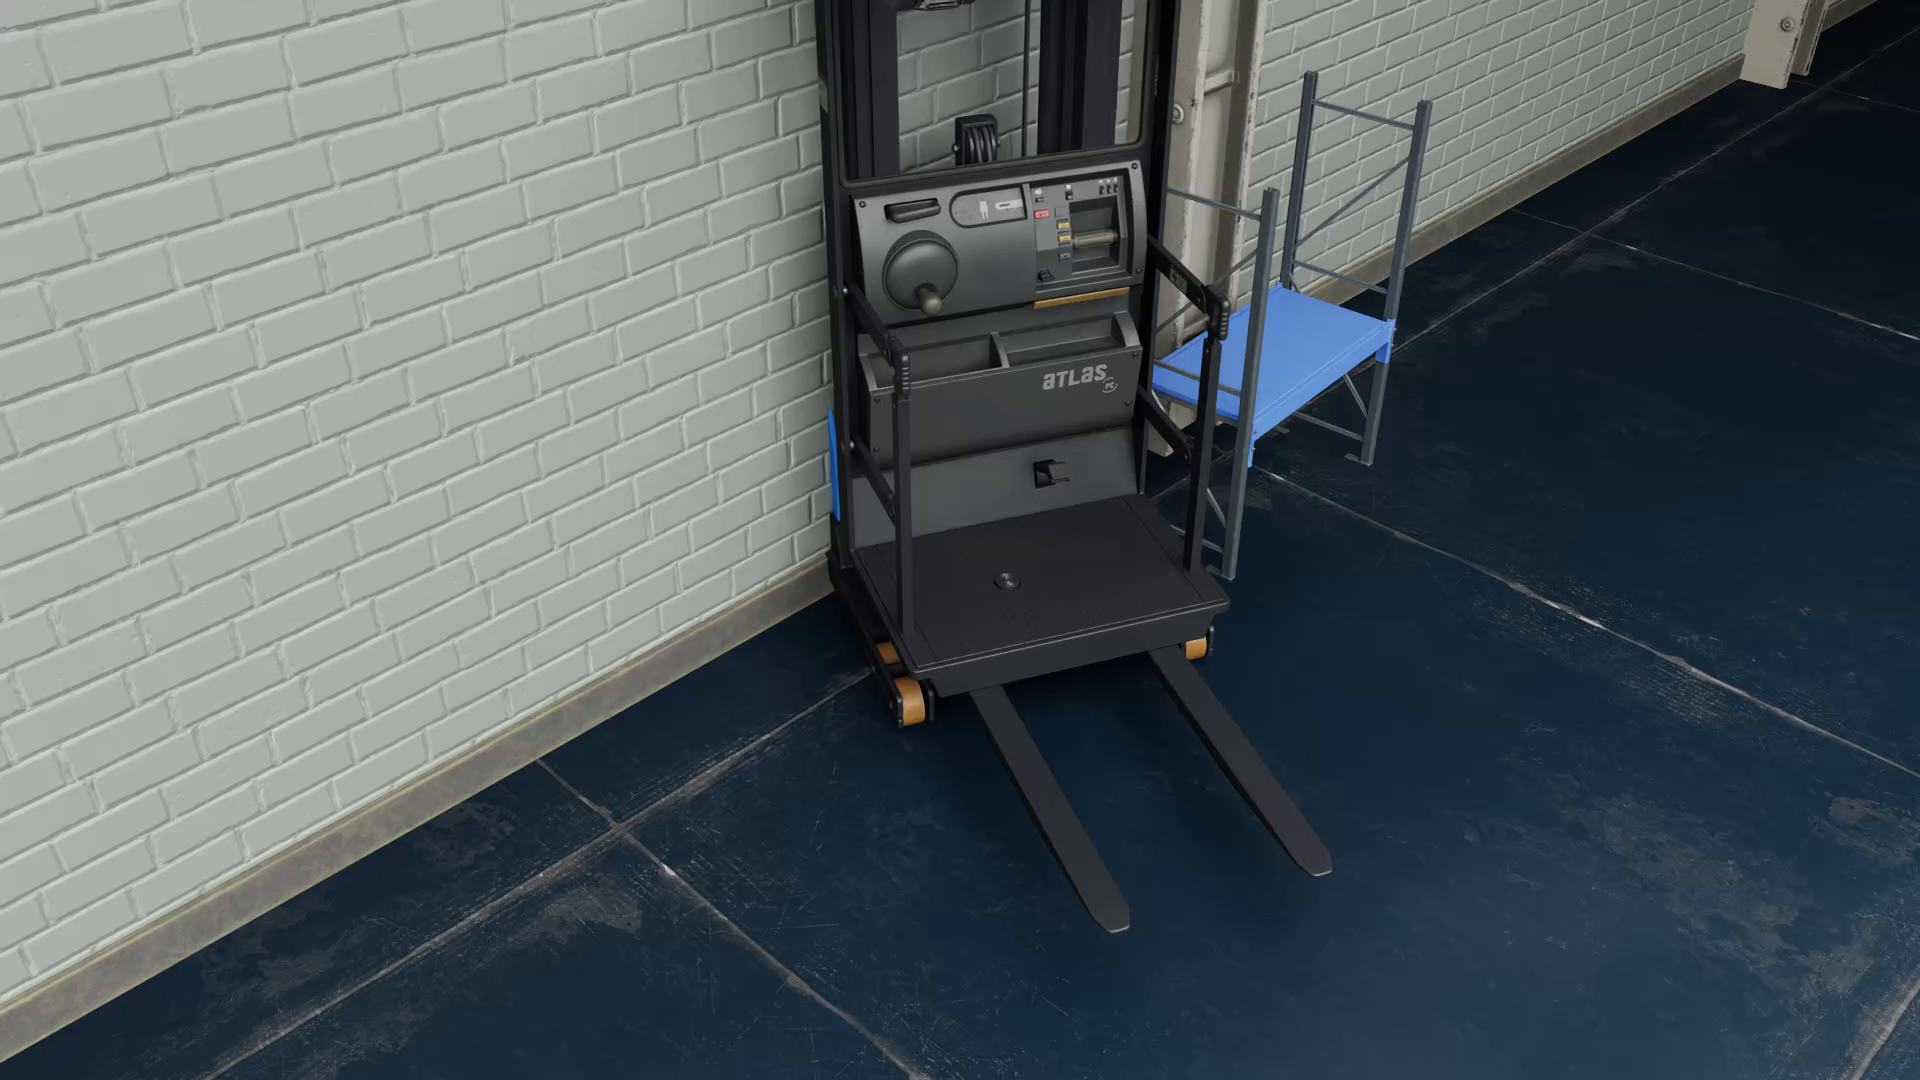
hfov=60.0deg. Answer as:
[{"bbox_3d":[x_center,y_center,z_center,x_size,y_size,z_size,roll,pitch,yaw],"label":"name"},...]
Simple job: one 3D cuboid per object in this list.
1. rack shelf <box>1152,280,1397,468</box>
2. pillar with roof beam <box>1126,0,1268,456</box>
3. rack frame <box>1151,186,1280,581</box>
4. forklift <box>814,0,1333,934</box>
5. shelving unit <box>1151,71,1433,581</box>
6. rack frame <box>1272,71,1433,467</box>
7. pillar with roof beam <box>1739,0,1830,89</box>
[{"bbox_3d":[1.130,-0.638,6.168,0.538,0.185,1.000,26,42,32],"label":"rack shelf"},{"bbox_3d":[3.915,-2.435,1.874,9.100,9.000,0.400,30,45,35],"label":"pillar with roof beam"},{"bbox_3d":[0.801,-0.564,5.748,0.500,1.500,0.032,26,42,32],"label":"rack frame"},{"bbox_3d":[0.207,-0.865,4.927,1.130,2.935,3.031,-11,36,-16],"label":"forklift"},{"bbox_3d":[1.130,-0.786,6.065,0.538,1.500,1.048,26,42,32],"label":"shelving unit"},{"bbox_3d":[1.459,-1.007,6.383,0.500,1.500,0.032,26,42,32],"label":"rack frame"},{"bbox_3d":[8.143,-4.870,5.367,9.100,9.000,0.400,30,45,35],"label":"pillar with roof beam"}]
